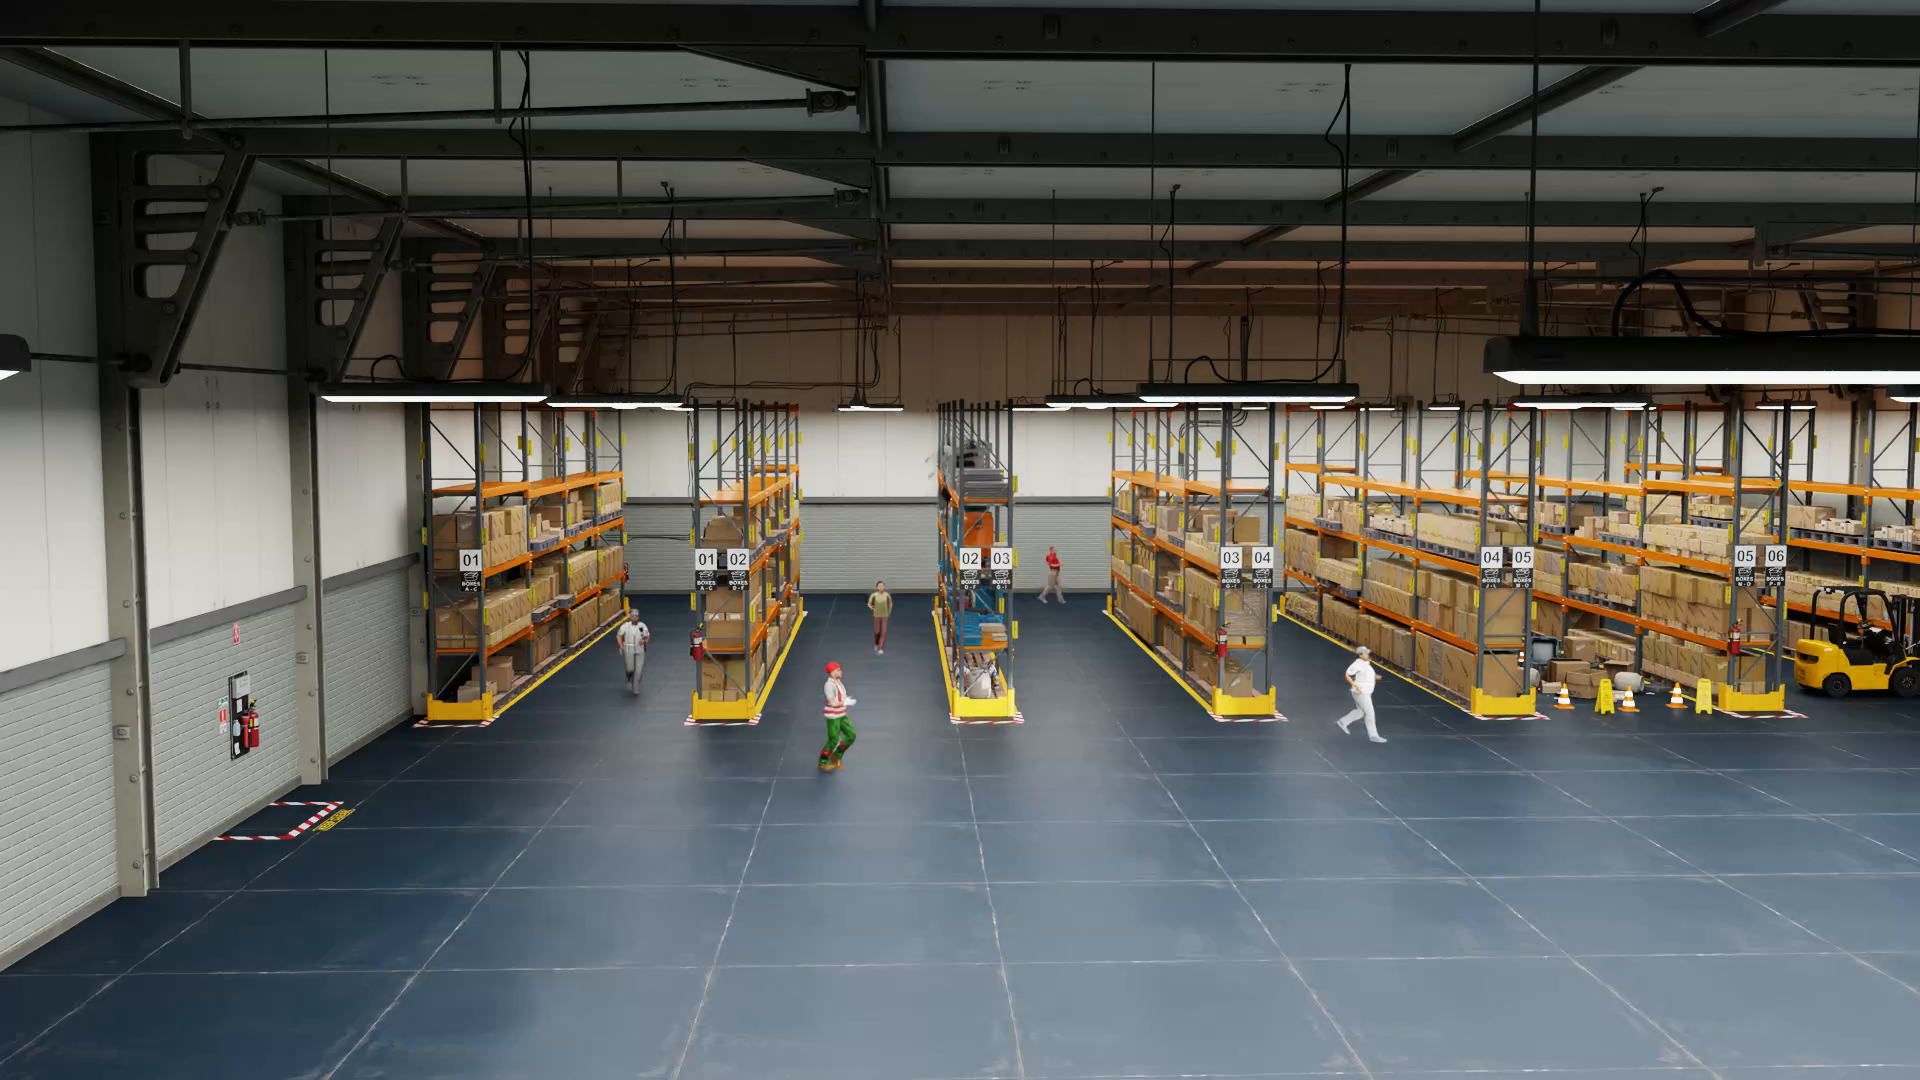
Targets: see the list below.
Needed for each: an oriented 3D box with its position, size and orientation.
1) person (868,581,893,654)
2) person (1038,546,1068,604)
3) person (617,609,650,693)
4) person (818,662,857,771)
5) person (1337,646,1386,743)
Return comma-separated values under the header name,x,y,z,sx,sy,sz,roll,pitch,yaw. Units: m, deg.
name,x,y,z,sx,sy,sz,roll,pitch,yaw
person,-1.798,1.746,37.760,0.580,1.640,0.564,-1,4,-12
person,2.795,1.058,49.845,0.898,1.752,0.653,1,4,12
person,-6.641,2.271,33.914,0.651,1.740,0.602,-1,5,-17
person,-1.945,2.803,26.510,0.671,1.745,0.650,2,5,20
person,7.022,2.674,29.076,0.934,1.645,0.612,3,5,30
